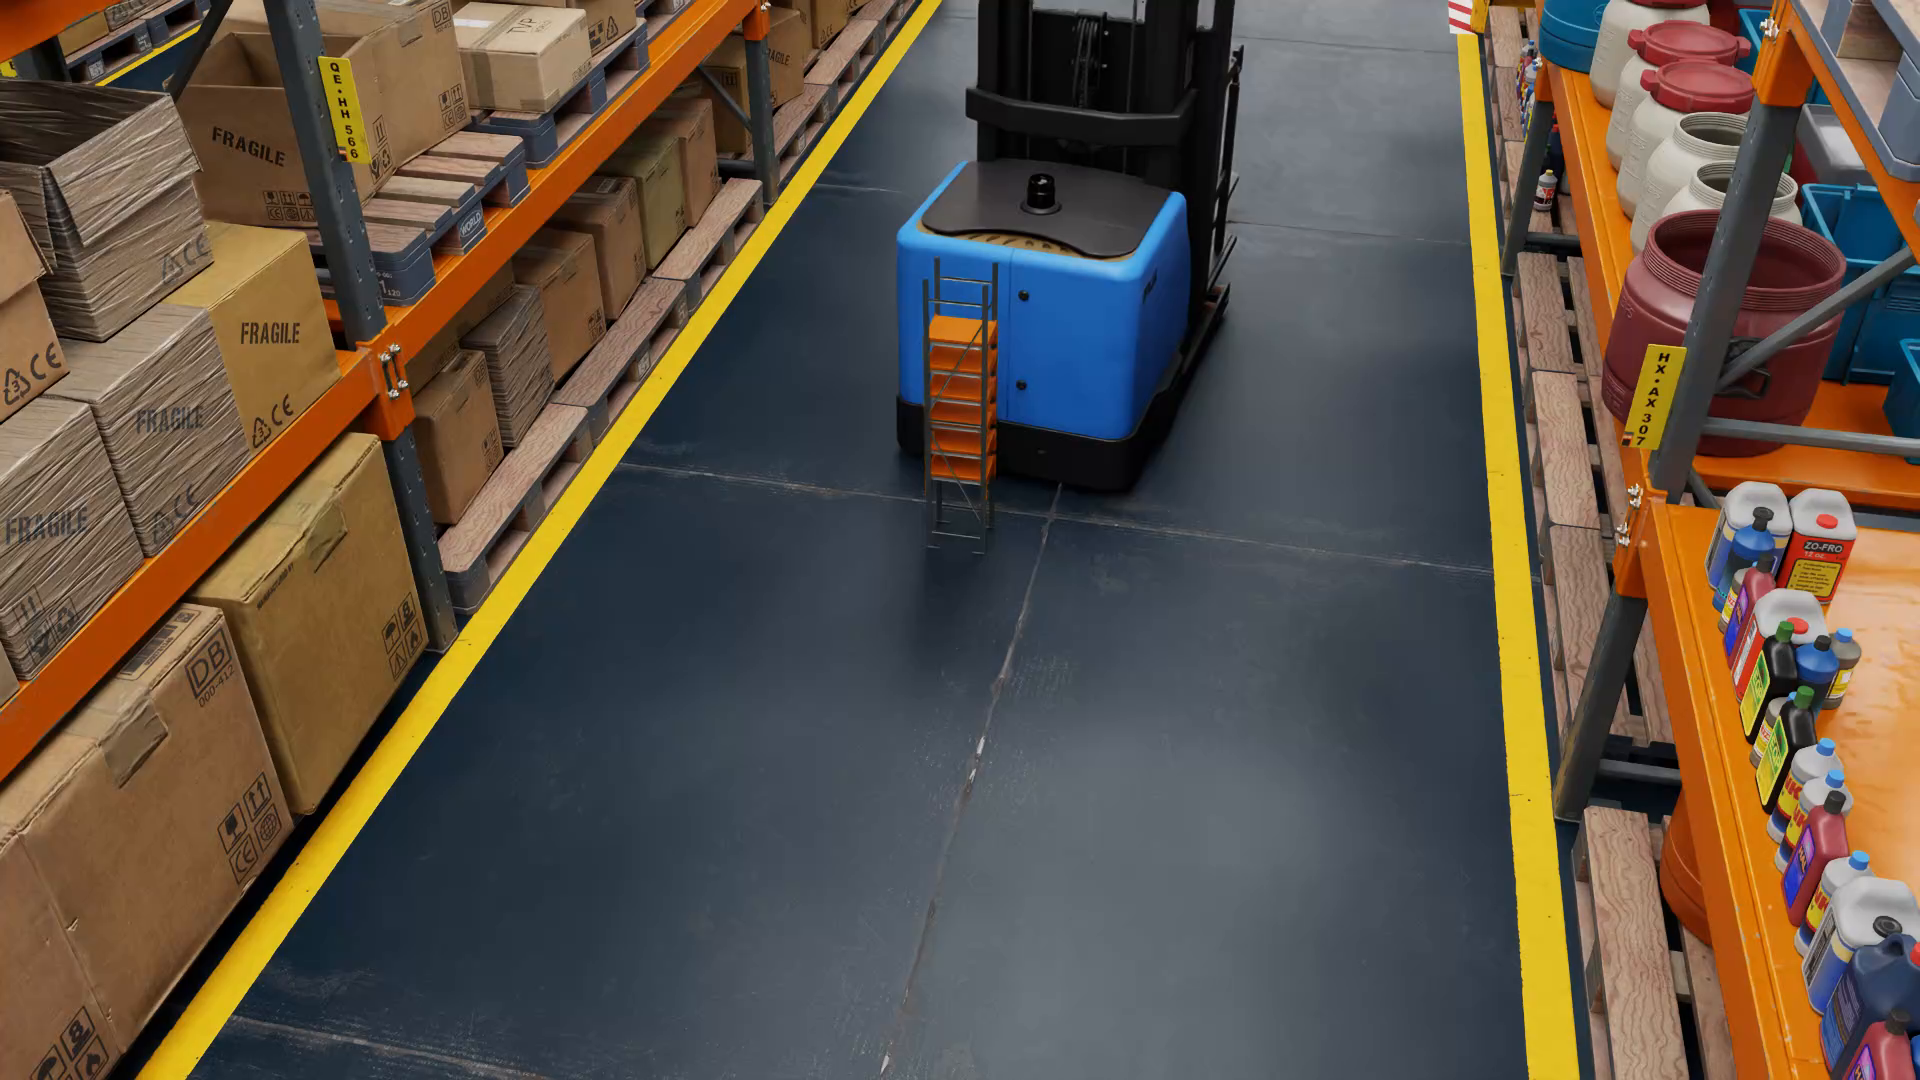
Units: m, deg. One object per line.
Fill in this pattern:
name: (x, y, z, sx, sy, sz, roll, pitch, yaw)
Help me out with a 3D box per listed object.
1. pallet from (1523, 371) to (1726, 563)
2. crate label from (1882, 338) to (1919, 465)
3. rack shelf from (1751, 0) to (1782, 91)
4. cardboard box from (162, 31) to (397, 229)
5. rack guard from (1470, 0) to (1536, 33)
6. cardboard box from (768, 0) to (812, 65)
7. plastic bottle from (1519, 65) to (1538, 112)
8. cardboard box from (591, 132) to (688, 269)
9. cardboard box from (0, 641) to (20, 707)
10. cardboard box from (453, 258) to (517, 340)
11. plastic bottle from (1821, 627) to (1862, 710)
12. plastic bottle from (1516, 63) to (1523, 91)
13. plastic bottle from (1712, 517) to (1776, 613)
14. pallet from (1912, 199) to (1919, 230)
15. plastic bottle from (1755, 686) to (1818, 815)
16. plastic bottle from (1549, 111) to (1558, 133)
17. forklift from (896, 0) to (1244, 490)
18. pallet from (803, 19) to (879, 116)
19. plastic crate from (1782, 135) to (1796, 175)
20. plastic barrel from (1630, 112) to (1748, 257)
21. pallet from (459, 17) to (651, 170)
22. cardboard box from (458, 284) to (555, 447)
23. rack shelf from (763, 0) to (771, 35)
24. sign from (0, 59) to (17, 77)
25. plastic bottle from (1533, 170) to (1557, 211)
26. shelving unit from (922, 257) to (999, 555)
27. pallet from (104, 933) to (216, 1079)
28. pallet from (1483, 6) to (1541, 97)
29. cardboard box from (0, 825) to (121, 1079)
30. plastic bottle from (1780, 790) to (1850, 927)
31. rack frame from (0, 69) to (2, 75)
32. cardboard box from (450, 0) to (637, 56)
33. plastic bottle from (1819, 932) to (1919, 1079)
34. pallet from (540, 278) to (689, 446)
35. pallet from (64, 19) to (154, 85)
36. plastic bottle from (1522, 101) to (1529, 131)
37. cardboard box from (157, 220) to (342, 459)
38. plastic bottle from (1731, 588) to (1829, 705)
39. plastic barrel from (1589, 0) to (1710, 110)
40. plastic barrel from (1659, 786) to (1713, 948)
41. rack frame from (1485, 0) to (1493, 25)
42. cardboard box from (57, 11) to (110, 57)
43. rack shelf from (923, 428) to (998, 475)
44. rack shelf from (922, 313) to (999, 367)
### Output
pallet: (2.921, -0.269, 6.941, 1.003, 0.211, 1.213, 7, 37, 10)
crate label: (2.911, -0.388, 4.872, 0.303, 0.233, 0.416, 7, 37, 10)
rack shelf: (2.882, -2.331, 5.468, 1.077, 0.370, 4.000, 7, 37, 10)
cardboard box: (-2.307, -1.408, 5.693, 0.500, 0.500, 0.500, 3, 36, 4)
rack guard: (4.194, -3.786, 11.548, 1.175, 0.500, 0.348, 7, 37, 10)
cardboard box: (-1.234, -3.253, 10.454, 0.500, 0.500, 0.500, 4, 36, 6)
plastic bottle: (3.378, -2.667, 9.824, 0.097, 0.271, 0.097, 0, 36, 0)
cardboard box: (-1.802, -1.721, 8.324, 0.700, 0.500, 0.500, 7, 37, 10)
cardboard box: (-2.576, 0.266, 3.742, 0.500, 0.500, 0.500, 8, 37, 11)
cardboard box: (-2.166, -1.045, 6.752, 0.500, 0.250, 0.500, 11, 37, 15)
plastic bottle: (2.074, 0.297, 3.954, 0.097, 0.201, 0.097, 0, 36, 0)
plastic bottle: (3.450, -2.833, 10.113, 0.097, 0.201, 0.097, 0, 36, 0)
plastic bottle: (1.995, 0.061, 4.219, 0.097, 0.271, 0.097, 0, 36, 0)
pallet: (1.912, -0.219, 2.101, 1.003, 0.211, 1.213, 7, 37, 10)
plastic bottle: (1.826, 0.462, 3.656, 0.061, 0.283, 0.133, 7, 37, 10)
plastic bottle: (3.207, -2.176, 9.078, 0.144, 0.351, 0.185, 6, 36, 8)
forklift: (0.703, -2.258, 7.368, 1.130, 2.935, 3.031, 12, 38, 16)
pallet: (-1.162, -3.138, 10.899, 1.003, 0.211, 1.213, 7, 37, 10)
plastic crate: (3.213, -1.435, 6.355, 0.450, 0.188, 0.662, 7, 37, 10)
plastic barrel: (2.556, -1.165, 5.706, 0.421, 0.512, 0.421, 0, 36, 0)
pallet: (-2.001, -1.945, 7.041, 1.003, 0.211, 1.213, 7, 37, 10)
cardboard box: (-2.154, -0.755, 6.990, 0.700, 0.500, 0.500, 4, 36, 6)
rack shelf: (-1.102, -4.031, 10.369, 1.077, 0.370, 4.000, 7, 37, 10)
sign: (-2.916, -1.382, 5.181, 0.100, 0.325, 0.005, 7, 37, 10)
plastic bottle: (3.083, -1.847, 8.752, 0.097, 0.201, 0.097, 0, 36, 0)
shelving unit: (0.003, -0.494, 6.409, 0.258, 1.200, 0.189, 7, 37, 10)
pallet: (-2.888, 1.386, 4.657, 1.003, 0.211, 1.213, 7, 37, 10)
pallet: (4.015, -3.204, 10.991, 1.003, 0.211, 1.213, 7, 37, 10)
cardboard box: (-2.931, 1.219, 3.964, 1.225, 0.875, 0.875, 6, 36, 8)
plastic bottle: (1.756, 0.650, 3.397, 0.061, 0.283, 0.133, 7, 37, 10)
rack frame: (-6.353, -3.855, 9.513, 1.000, 3.000, 0.127, 7, 37, 10)
cardboard box: (-1.809, -2.382, 7.035, 0.797, 0.503, 0.637, 11, 37, 15)
plastic bottle: (1.713, 0.852, 3.060, 0.144, 0.351, 0.185, 7, 37, 10)
pallet: (-1.952, -0.898, 7.810, 1.003, 0.211, 1.213, 7, 37, 10)
pallet: (-6.114, -3.152, 10.920, 1.003, 0.211, 1.213, 7, 37, 10)
plastic bottle: (3.313, -2.464, 9.604, 0.097, 0.201, 0.097, 0, 36, 0)
cardboard box: (-2.247, -0.609, 4.949, 0.500, 0.500, 0.500, 8, 37, 11)
plastic bottle: (1.948, 0.261, 3.939, 0.152, 0.276, 0.135, 7, 37, 10)
plastic barrel: (2.891, -2.089, 6.960, 0.433, 0.535, 0.433, 0, 36, 0)
plastic barrel: (2.367, 0.730, 4.679, 0.600, 0.830, 0.708, 7, 37, 10)
rack frame: (4.164, -4.848, 10.883, 1.000, 3.000, 0.127, 7, 37, 10)
cardboard box: (-6.150, -3.517, 10.499, 0.875, 0.875, 0.875, 8, 37, 11)
rack shelf: (0.003, -0.361, 6.506, 0.258, 0.103, 0.180, 7, 37, 10)
rack shelf: (0.003, -0.750, 6.224, 0.258, 0.103, 0.180, 7, 37, 10)
